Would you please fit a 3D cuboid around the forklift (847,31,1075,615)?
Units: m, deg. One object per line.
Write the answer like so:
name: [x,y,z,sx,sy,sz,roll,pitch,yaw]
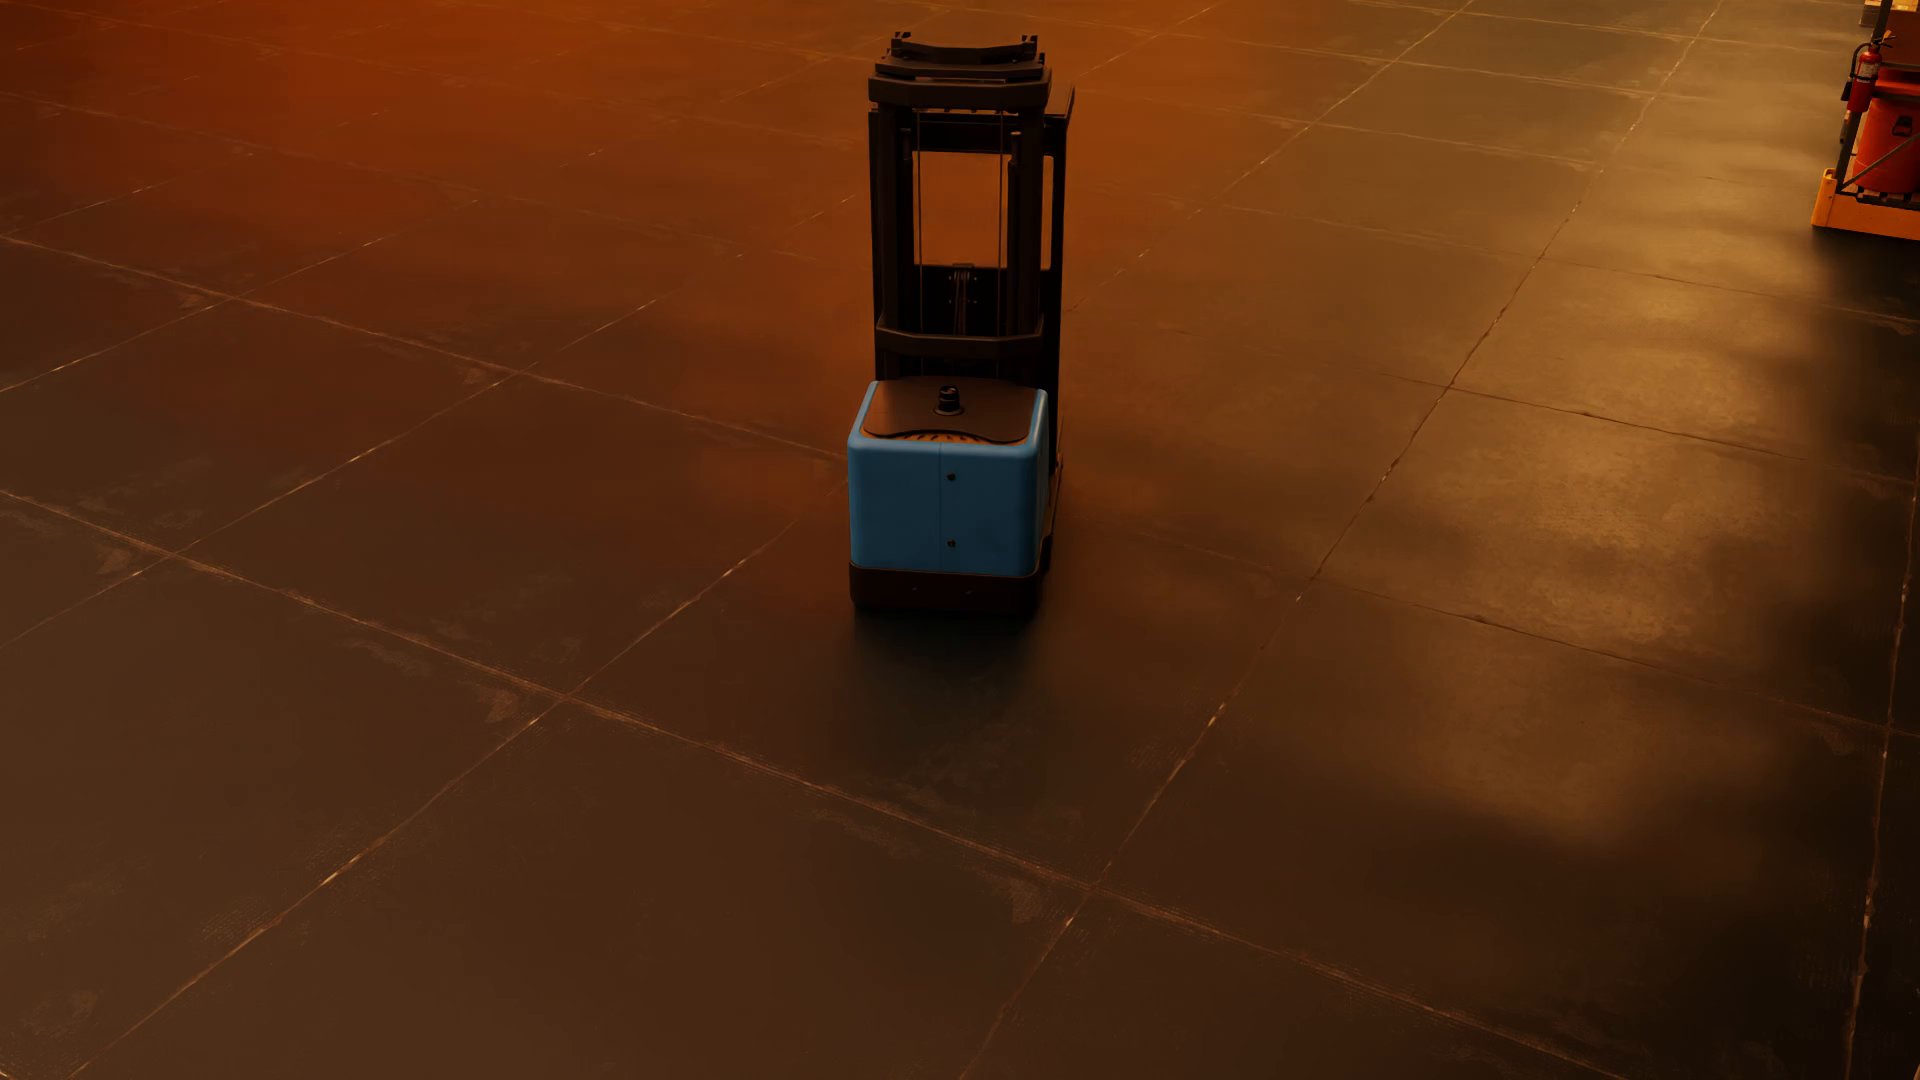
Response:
forklift: [0.072,-1.572,9.794,1.130,2.935,3.031,3,30,6]
